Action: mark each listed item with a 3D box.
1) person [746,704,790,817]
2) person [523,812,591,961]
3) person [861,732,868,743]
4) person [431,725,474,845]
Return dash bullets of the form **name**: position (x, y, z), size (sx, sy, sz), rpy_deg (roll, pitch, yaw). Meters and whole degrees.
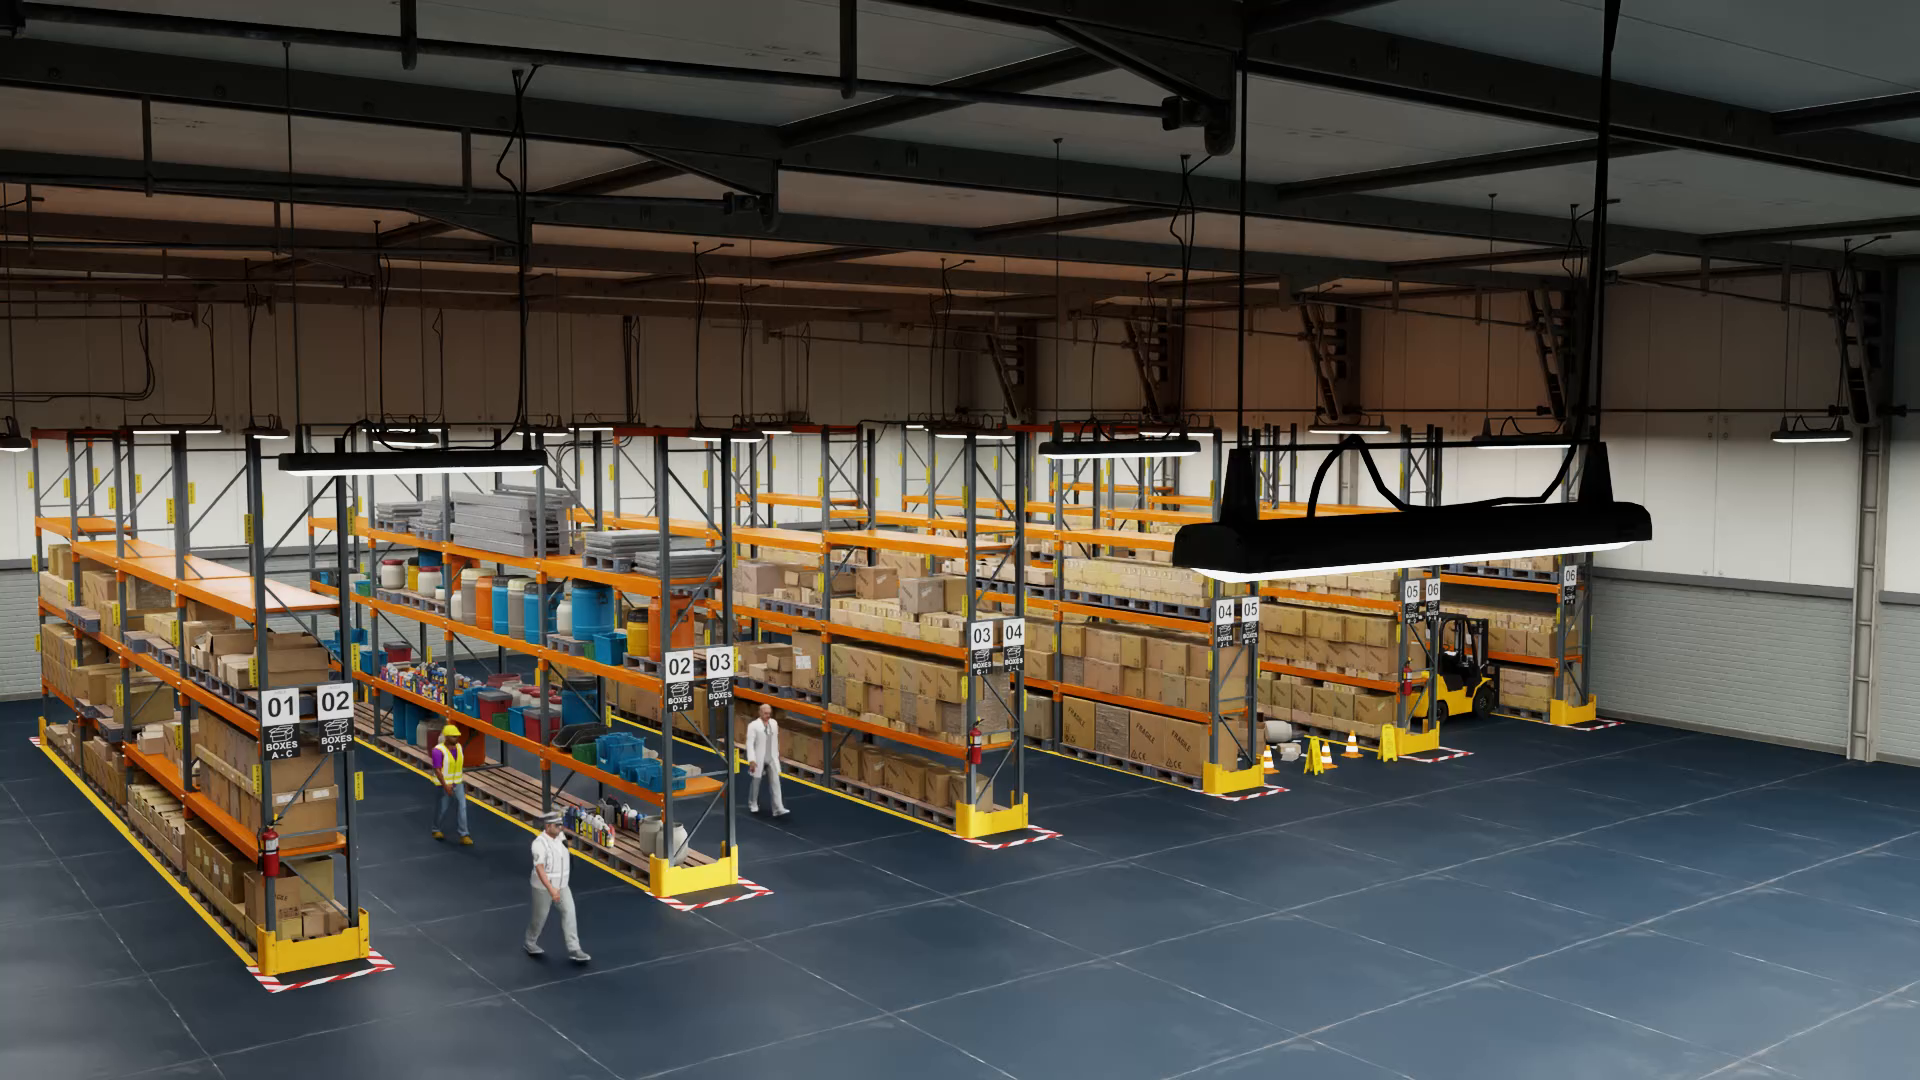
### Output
- **person**: position (-3.051, 3.412, 25.880), size (0.659, 1.732, 0.944), rpy_deg (-3, 5, -32)
- **person**: position (-4.642, 3.960, 19.128), size (1.029, 1.693, 0.546), rpy_deg (3, 6, 37)
- **person**: position (-1.614, 3.128, 30.287), size (0.724, 1.668, 0.465), rpy_deg (3, 6, 38)
- **person**: position (-7.416, 3.552, 24.285), size (0.974, 1.709, 0.562), rpy_deg (4, 6, 41)
